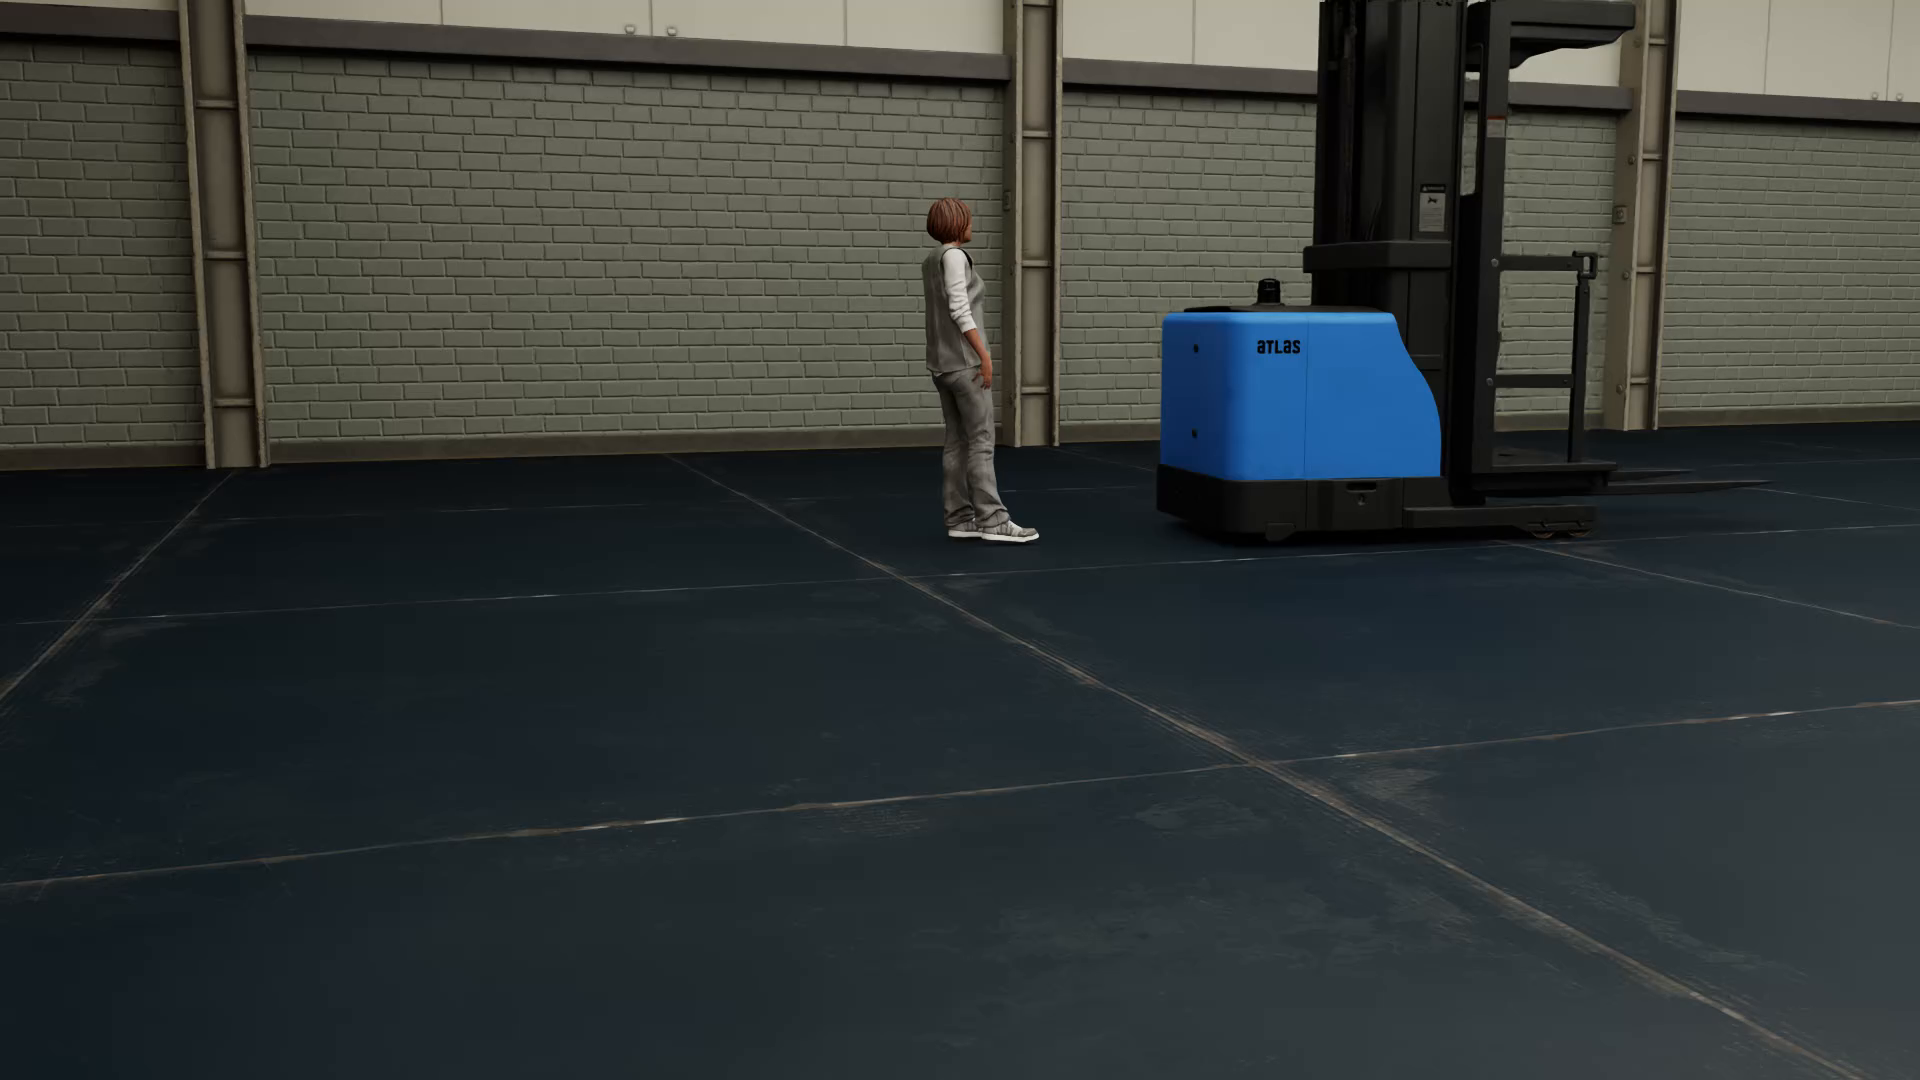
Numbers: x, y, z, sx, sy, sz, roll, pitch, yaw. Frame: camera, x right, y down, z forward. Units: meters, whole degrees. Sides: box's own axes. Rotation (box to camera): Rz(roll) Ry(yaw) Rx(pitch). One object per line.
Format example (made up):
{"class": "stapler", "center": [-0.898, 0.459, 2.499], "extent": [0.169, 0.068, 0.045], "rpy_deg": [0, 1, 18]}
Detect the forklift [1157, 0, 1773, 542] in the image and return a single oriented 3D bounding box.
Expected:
{"class": "forklift", "center": [2.582, -1.524, 8.257], "extent": [3.031, 2.935, 1.130], "rpy_deg": [-2, 8, -13]}

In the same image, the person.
{"class": "person", "center": [0.075, -0.793, 7.827], "extent": [0.473, 1.584, 0.521], "rpy_deg": [-3, 8, -18]}
